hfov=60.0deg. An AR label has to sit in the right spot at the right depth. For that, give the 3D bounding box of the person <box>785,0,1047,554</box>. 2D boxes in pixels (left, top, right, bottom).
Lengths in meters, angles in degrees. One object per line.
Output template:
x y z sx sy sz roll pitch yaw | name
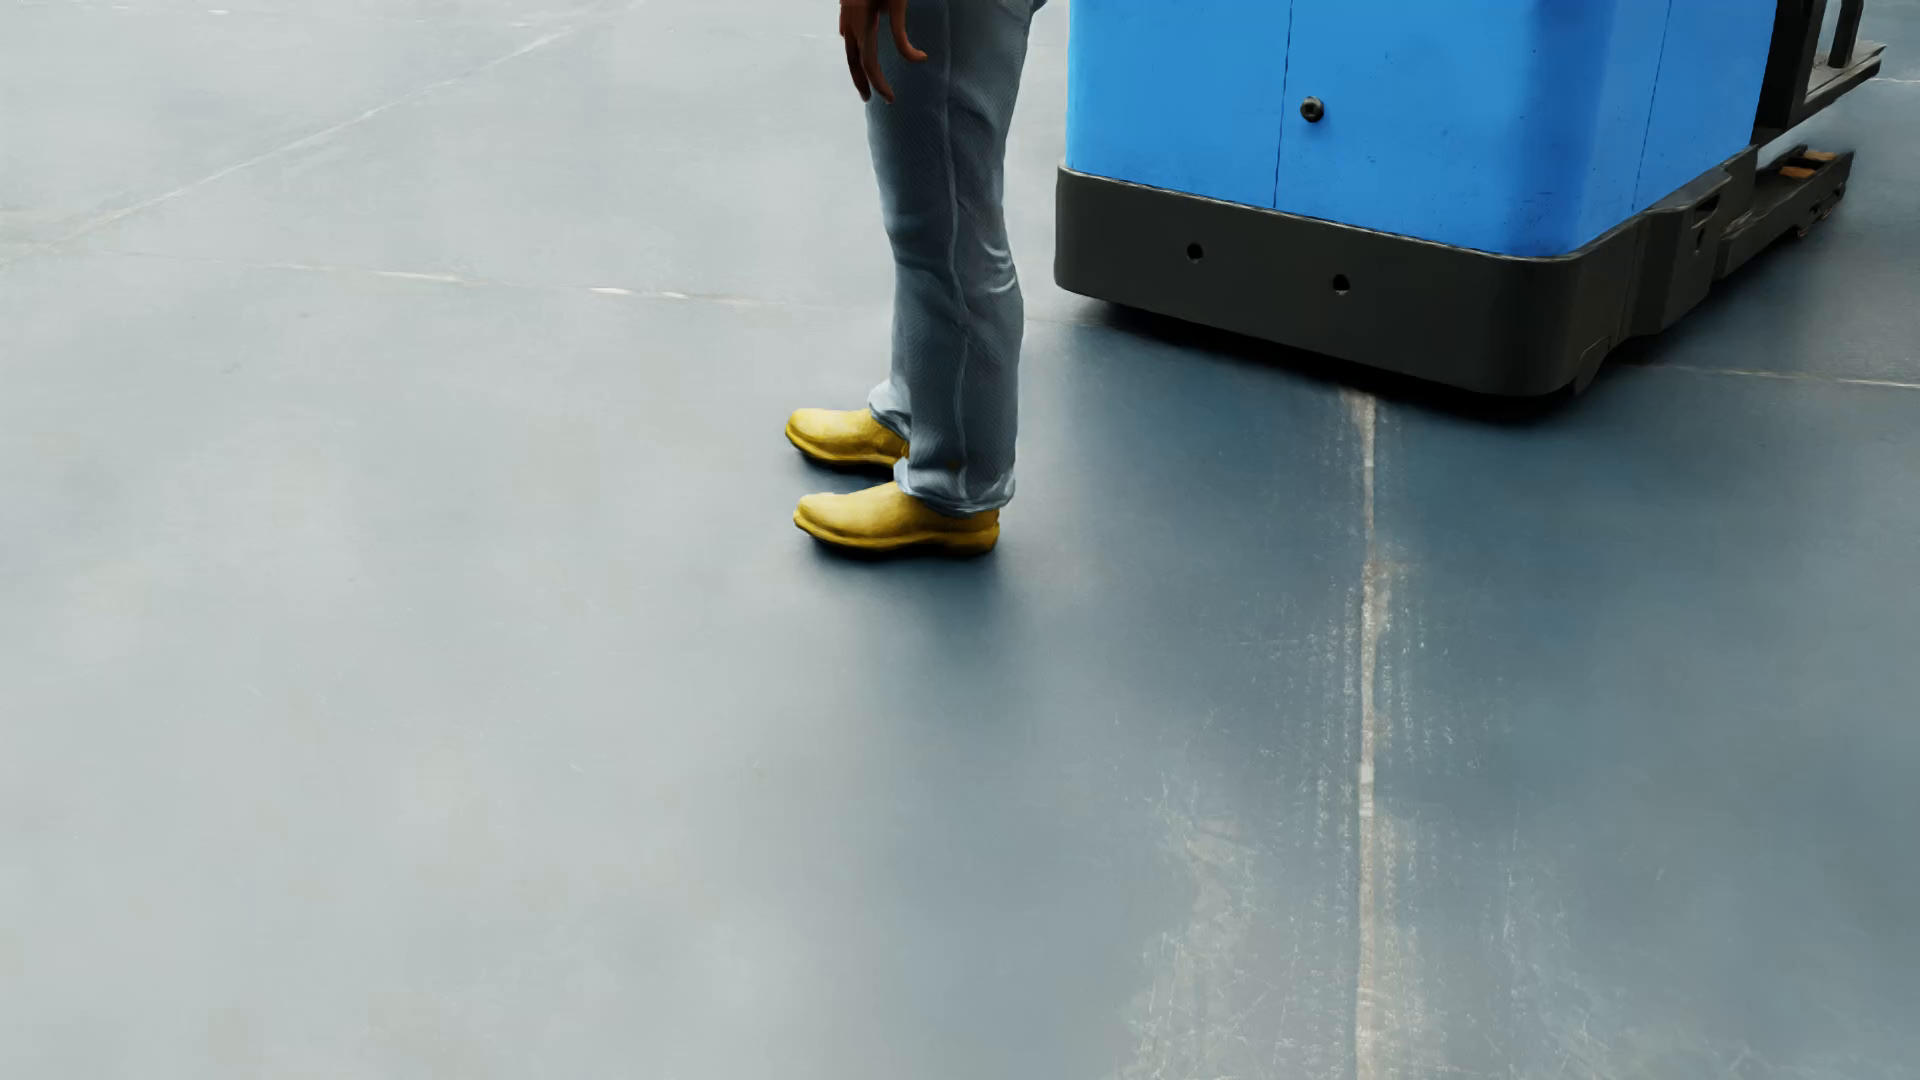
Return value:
-0.067 -0.801 2.119 0.576 1.760 0.665 6 27 11 | person

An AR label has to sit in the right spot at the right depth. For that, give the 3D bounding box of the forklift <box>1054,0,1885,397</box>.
1.511 -2.145 3.498 1.130 2.935 3.031 20 33 34 | forklift
